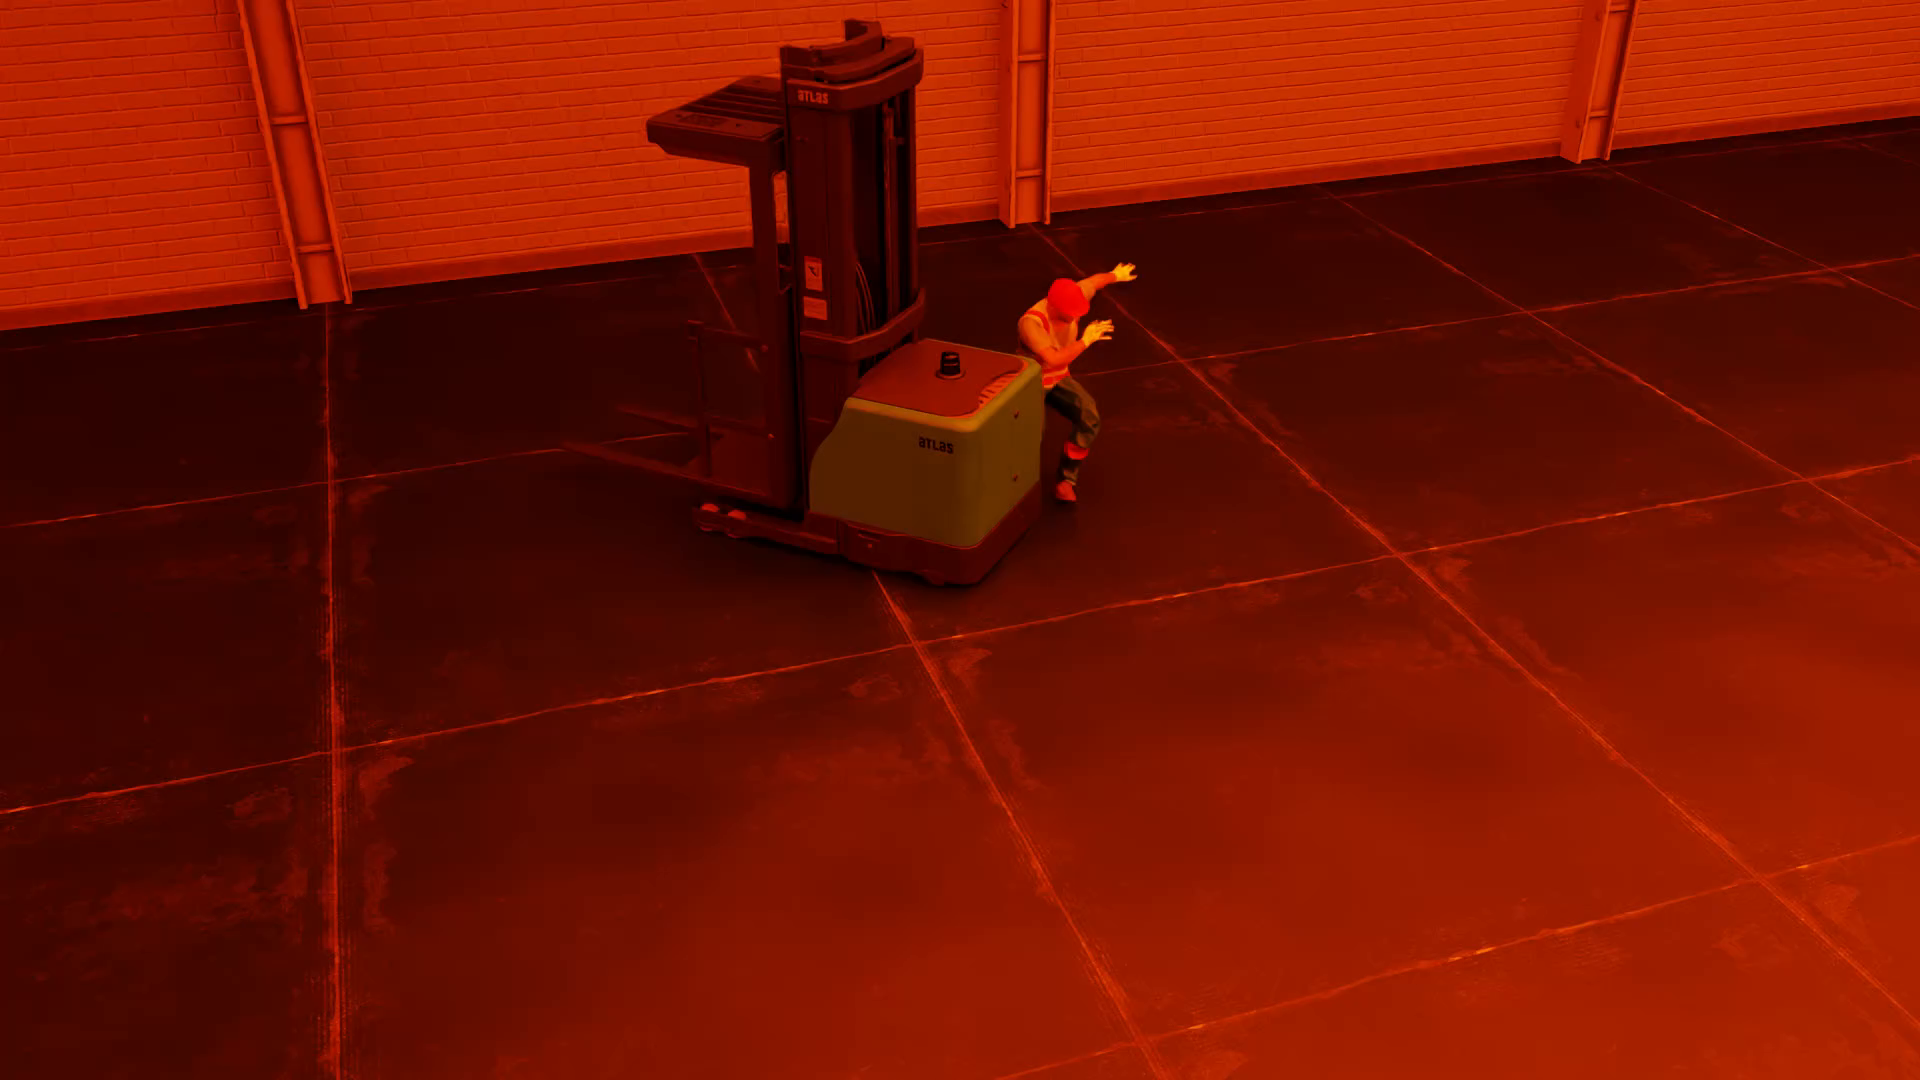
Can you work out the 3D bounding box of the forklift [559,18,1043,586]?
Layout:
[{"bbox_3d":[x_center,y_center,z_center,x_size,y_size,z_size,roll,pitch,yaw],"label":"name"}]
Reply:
[{"bbox_3d":[-1.059,-1.501,9.697,3.031,2.935,1.130,14,33,22],"label":"forklift"}]

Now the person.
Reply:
[{"bbox_3d":[0.729,-1.011,10.372,1.408,1.440,0.736,-21,36,-32],"label":"person"}]
